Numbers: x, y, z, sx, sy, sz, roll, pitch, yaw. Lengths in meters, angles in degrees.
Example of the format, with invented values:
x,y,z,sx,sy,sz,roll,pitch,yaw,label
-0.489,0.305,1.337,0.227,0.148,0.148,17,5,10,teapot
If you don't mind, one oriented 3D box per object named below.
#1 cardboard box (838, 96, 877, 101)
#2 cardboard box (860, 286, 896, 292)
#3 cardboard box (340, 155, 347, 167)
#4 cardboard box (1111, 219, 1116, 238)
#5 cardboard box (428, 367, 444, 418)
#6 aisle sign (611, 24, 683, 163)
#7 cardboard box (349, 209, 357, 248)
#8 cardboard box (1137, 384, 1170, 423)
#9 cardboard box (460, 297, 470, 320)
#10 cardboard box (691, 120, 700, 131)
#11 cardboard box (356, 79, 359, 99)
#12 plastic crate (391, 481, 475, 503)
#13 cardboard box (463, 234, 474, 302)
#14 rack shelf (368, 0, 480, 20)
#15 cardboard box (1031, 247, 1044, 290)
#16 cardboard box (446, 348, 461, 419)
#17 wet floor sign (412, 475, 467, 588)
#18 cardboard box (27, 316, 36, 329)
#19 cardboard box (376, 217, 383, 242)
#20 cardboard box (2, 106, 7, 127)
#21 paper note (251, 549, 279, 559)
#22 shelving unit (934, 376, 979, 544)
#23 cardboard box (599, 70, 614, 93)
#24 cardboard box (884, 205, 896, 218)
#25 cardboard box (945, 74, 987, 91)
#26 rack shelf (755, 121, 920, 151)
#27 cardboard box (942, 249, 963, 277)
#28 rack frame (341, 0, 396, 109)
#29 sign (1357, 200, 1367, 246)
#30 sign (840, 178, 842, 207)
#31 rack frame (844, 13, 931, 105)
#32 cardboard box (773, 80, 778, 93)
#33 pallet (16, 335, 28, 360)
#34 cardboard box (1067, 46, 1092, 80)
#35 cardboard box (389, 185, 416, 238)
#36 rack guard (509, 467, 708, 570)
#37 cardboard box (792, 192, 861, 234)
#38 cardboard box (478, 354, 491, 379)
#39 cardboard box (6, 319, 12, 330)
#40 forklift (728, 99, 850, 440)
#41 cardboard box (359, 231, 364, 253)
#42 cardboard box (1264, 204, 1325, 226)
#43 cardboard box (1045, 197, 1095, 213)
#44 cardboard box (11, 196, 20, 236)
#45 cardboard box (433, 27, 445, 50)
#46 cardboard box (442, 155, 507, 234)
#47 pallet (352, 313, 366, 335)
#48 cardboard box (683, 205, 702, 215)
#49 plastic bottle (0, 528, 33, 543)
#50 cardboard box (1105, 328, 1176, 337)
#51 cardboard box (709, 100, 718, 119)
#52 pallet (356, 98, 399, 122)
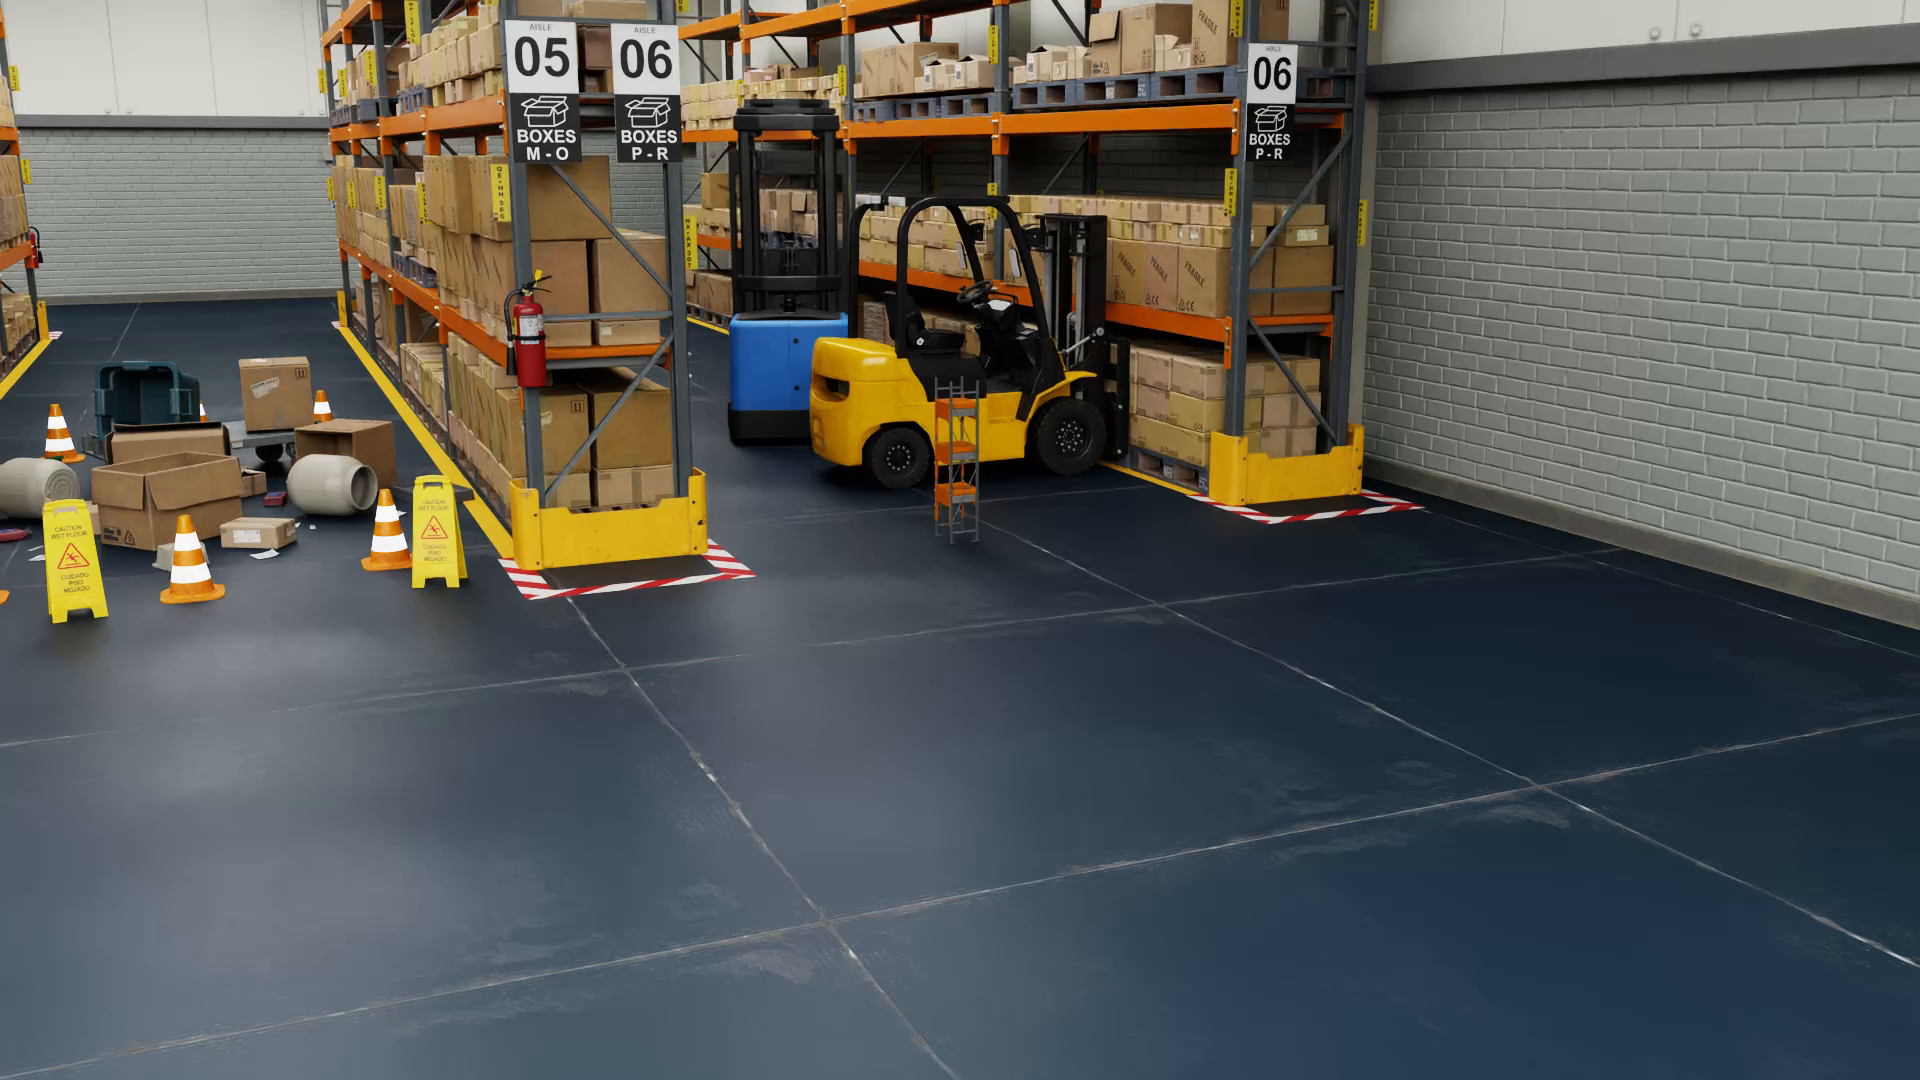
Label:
x,y,z,sx,sy,sz,roll,pitch,yaw,label
-1.172,-5.081,18.967,0.380,0.149,0.250,-5,14,-22,cardboard box
-1.011,-3.052,20.576,0.380,0.149,0.250,-6,14,-26,cardboard box
-8.089,-5.080,22.288,0.380,0.149,0.250,-6,14,-24,cardboard box
1.446,-2.528,13.478,0.380,0.149,0.250,-6,14,-23,cardboard box
-4.257,-1.352,14.956,0.950,0.372,0.625,-5,14,-19,cardboard box
-1.842,-2.627,9.801,0.394,0.787,0.004,-6,14,-23,aisle sign
-7.589,-4.051,21.501,0.500,0.500,0.500,-6,14,-24,cardboard box
1.723,-1.080,12.940,0.500,0.250,0.500,-6,14,-24,cardboard box
-3.418,-1.690,12.076,0.380,0.149,0.250,-6,14,-23,cardboard box
-3.766,-6.131,24.614,0.380,0.149,0.250,-6,14,-23,cardboard box
-6.547,-5.016,18.603,0.396,0.266,0.258,-4,14,-18,cardboard box
-3.876,-0.351,12.207,0.402,0.080,0.583,-12,18,-42,plastic crate
-3.200,-1.940,11.717,0.500,0.500,0.500,-5,14,-22,cardboard box
-4.555,-4.962,14.834,1.077,0.370,4.000,-6,14,-23,rack shelf
0.955,-2.448,14.572,0.500,0.500,0.500,-5,14,-22,cardboard box
-3.765,-1.255,13.145,0.500,0.500,0.500,-5,14,-20,cardboard box
-3.056,-0.062,9.707,0.267,0.644,0.232,-1,13,-4,wet floor sign
-12.458,-2.864,21.985,0.380,0.149,0.250,-5,14,-21,cardboard box
-5.992,-3.351,17.920,0.500,0.250,0.500,-6,14,-24,cardboard box
-12.233,-5.292,20.765,0.500,0.250,0.500,-5,14,-21,cardboard box
-4.354,0.086,10.430,0.148,0.019,0.142,-12,18,-42,paper note
-0.021,-0.523,10.799,0.215,1.050,0.252,-6,14,-23,shelving unit
-1.987,-2.782,10.142,0.380,0.149,0.250,-6,14,-23,cardboard box
-0.601,-3.560,17.941,0.380,0.149,0.250,-5,14,-22,cardboard box
0.074,-4.413,16.034,0.380,0.149,0.250,-6,14,-23,cardboard box
-1.611,-4.971,20.639,1.077,0.370,4.000,-6,14,-23,rack shelf
0.145,-2.731,16.351,0.500,0.250,0.500,-6,14,-23,cardboard box
-6.958,-6.747,20.064,1.000,3.000,0.127,-6,14,-23,rack frame
2.906,-2.303,12.074,0.100,0.325,0.005,-6,14,-23,sign
-1.303,-3.921,18.769,0.100,0.325,0.005,-6,14,-23,sign
-0.809,-6.370,18.434,1.000,3.000,0.127,-6,14,-23,rack frame
-2.115,-5.649,20.718,0.380,0.149,0.250,-6,14,-23,cardboard box
-12.247,-2.386,20.709,1.003,0.211,1.213,-6,14,-23,pallet
1.109,-3.936,13.715,0.396,0.266,0.258,-6,14,-24,cardboard box
-5.388,-3.282,16.586,0.500,0.500,0.500,-6,14,-25,cardboard box
-2.182,-0.143,10.378,1.175,0.500,0.348,-6,14,-23,rack guard
-1.633,-4.022,20.436,0.797,0.503,0.637,-6,14,-24,cardboard box
-3.122,-1.210,11.510,0.380,0.149,0.250,-5,14,-21,cardboard box
-11.814,-2.627,20.299,0.380,0.149,0.250,-5,14,-20,cardboard box
-1.571,-2.583,15.530,1.130,2.935,3.031,-1,13,-4,forklift
-7.024,-3.636,20.262,0.500,0.250,0.500,-6,14,-24,cardboard box
2.456,-2.392,12.234,0.380,0.149,0.250,-6,14,-24,cardboard box
0.956,-2.877,14.329,0.380,0.149,0.250,-5,14,-22,cardboard box
-12.226,-4.096,21.033,0.500,0.500,0.500,-6,14,-23,cardboard box
-3.617,-3.641,12.086,0.380,0.149,0.250,-6,14,-23,cardboard box
-3.050,-2.313,11.112,0.700,0.500,0.500,-6,14,-24,cardboard box
-8.169,-3.134,23.943,1.003,0.211,1.213,-6,14,-23,pallet
-4.079,-5.053,25.725,0.500,0.250,0.500,-6,14,-23,cardboard box
-6.223,-0.028,10.857,0.283,0.061,0.133,-12,18,-42,plastic bottle
1.574,-1.679,14.423,0.500,0.250,0.500,-6,14,-23,cardboard box
-3.247,-6.097,23.581,0.500,0.250,0.500,-5,14,-22,cardboard box
-5.662,-4.495,17.407,1.213,0.211,1.003,-5,14,-20,pallet
